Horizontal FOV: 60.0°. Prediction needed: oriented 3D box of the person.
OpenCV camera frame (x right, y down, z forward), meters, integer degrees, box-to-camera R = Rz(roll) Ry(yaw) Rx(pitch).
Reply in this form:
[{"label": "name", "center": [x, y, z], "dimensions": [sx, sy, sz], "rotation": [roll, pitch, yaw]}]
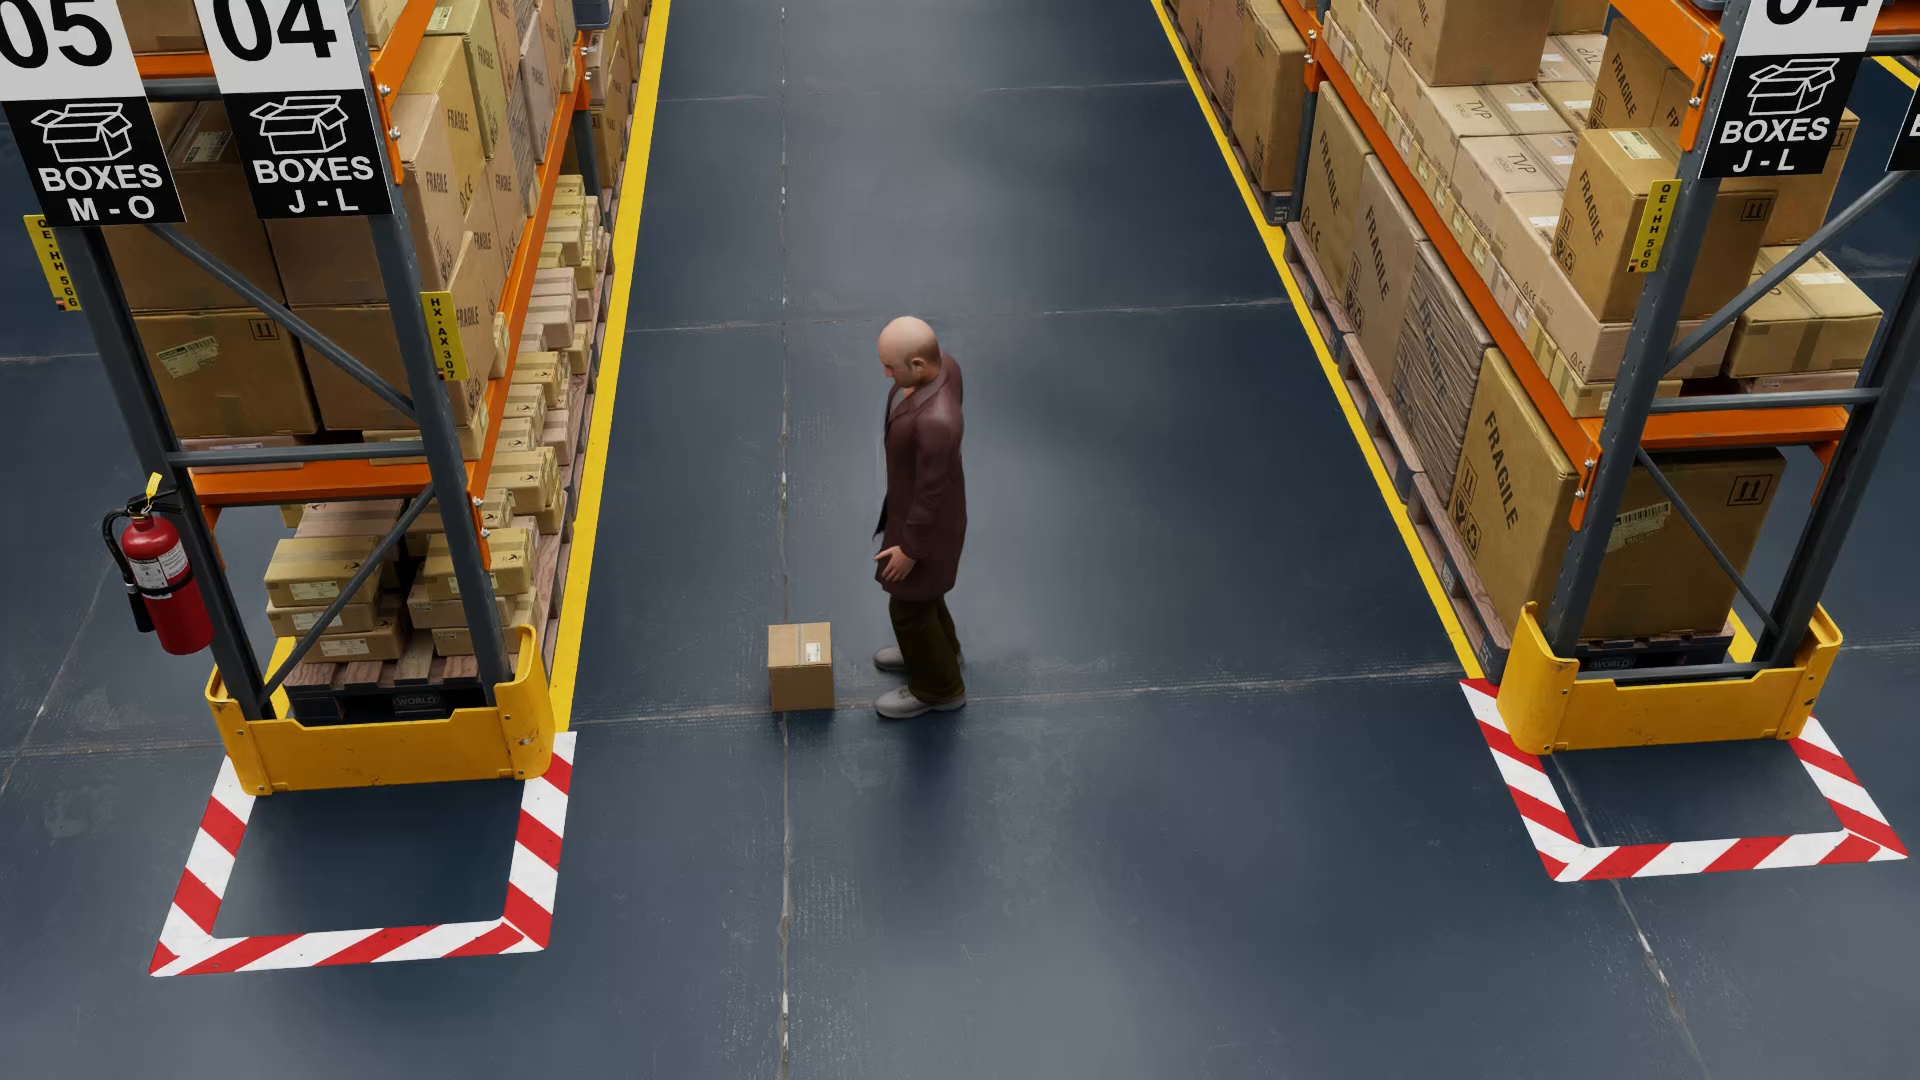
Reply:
[{"label": "person", "center": [-0.164, -0.071, 6.276], "dimensions": [0.381, 1.762, 0.569], "rotation": [-2, 39, -3]}]
